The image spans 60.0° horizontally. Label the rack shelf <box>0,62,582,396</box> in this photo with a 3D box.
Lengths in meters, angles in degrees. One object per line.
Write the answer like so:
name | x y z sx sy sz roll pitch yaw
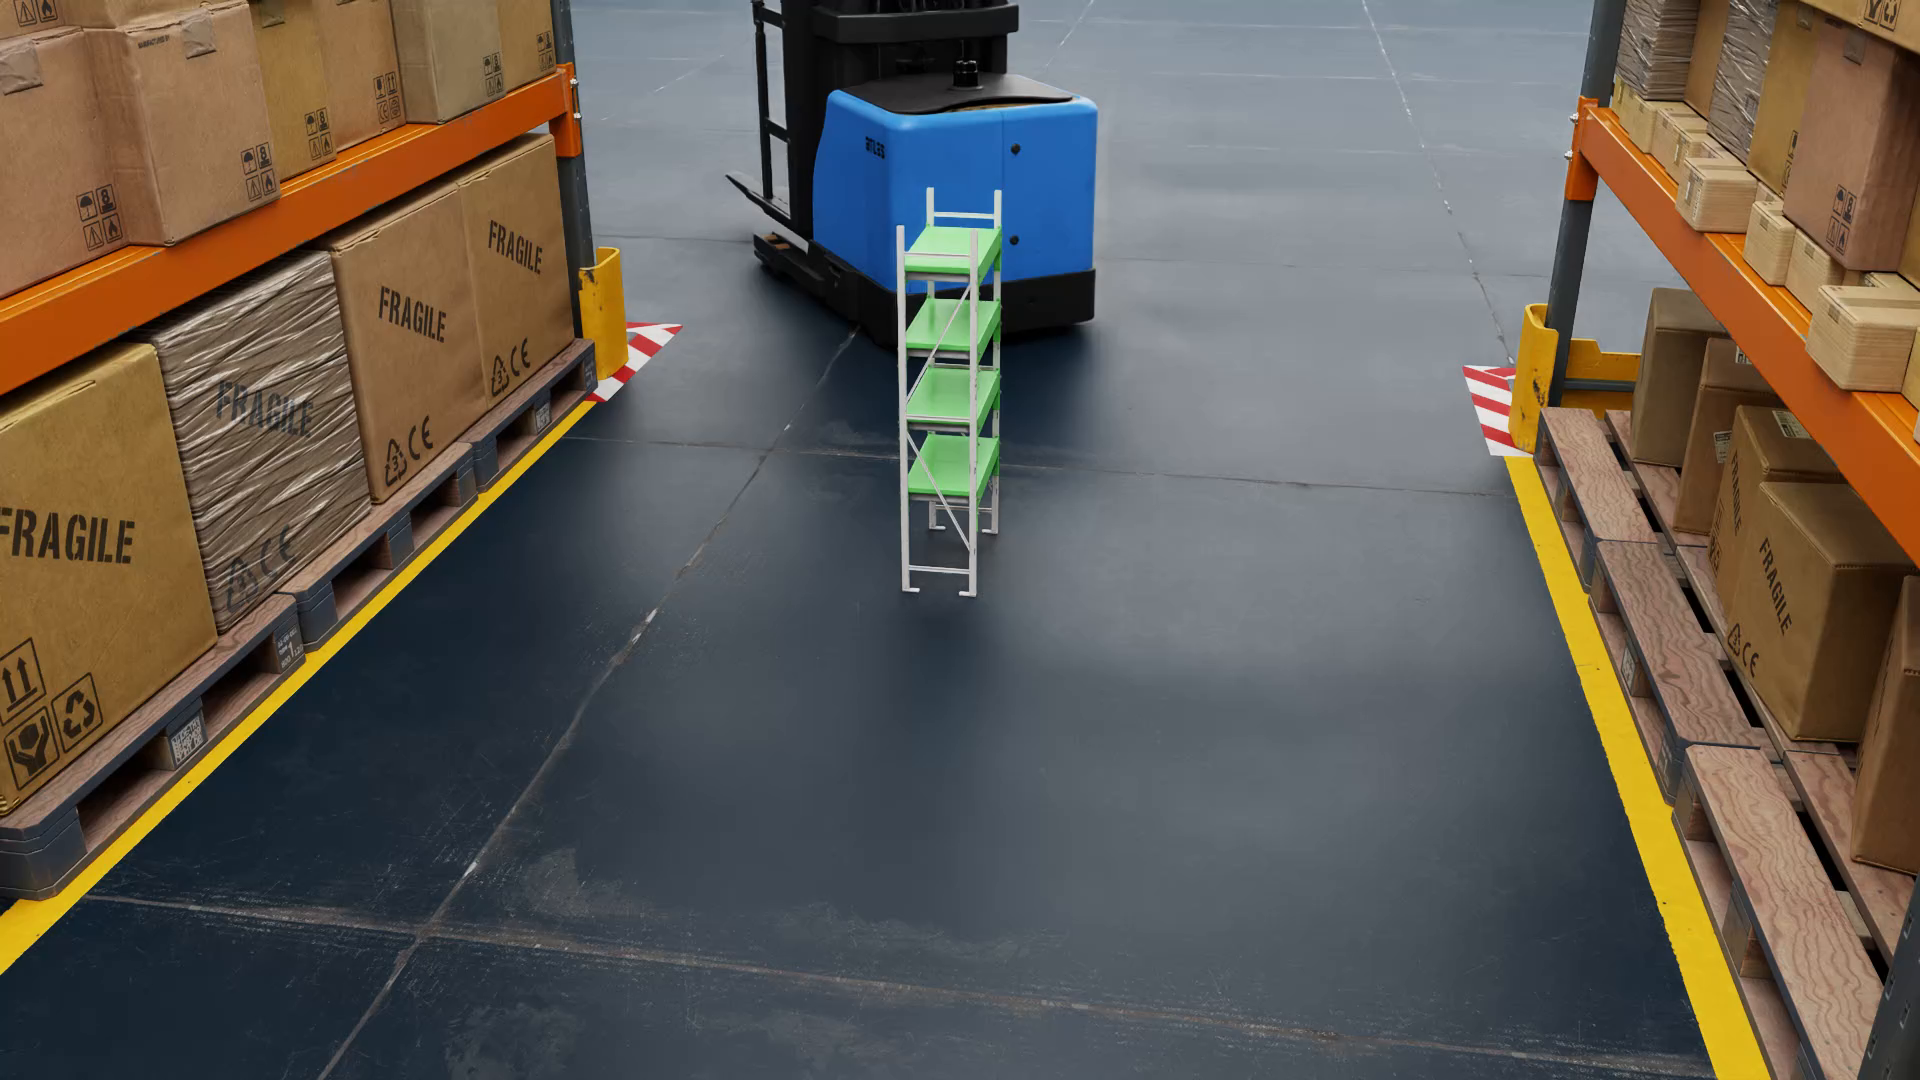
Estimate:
rack shelf | -2.415 -0.986 5.167 1.077 0.370 4.000 4 25 9

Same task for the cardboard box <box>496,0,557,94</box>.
cardboard box | -2.104 -2.058 6.431 0.875 0.550 0.550 4 25 9

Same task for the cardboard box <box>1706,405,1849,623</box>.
cardboard box | 2.485 -0.048 4.766 0.500 0.500 0.500 6 26 13

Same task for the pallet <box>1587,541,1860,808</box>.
pallet | 2.407 0.378 4.692 1.003 0.211 1.213 4 25 9

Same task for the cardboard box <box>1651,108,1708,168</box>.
cardboard box | 2.371 -1.233 5.143 0.380 0.149 0.250 4 25 9

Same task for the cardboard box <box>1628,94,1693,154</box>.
cardboard box | 2.391 -1.339 5.369 0.380 0.149 0.250 4 25 9

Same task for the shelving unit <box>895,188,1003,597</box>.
shelving unit | -0.027 -0.474 5.348 0.258 1.200 0.503 4 25 9

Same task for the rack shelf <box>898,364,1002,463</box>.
rack shelf | -0.027 -0.416 5.375 0.258 0.148 0.480 4 25 9

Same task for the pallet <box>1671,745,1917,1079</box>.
pallet | 2.210 0.890 3.599 1.003 0.211 1.213 4 25 9

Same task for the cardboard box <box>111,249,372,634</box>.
cardboard box | -2.427 -0.339 4.946 0.875 0.875 0.875 4 25 9

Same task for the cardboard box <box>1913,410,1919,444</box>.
cardboard box | 1.930 -0.190 2.914 0.380 0.149 0.250 4 25 9

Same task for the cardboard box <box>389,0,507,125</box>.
cardboard box | -2.172 -1.826 5.937 0.875 0.550 0.550 4 25 9

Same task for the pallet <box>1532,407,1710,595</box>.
pallet | 2.609 -0.130 5.779 1.003 0.211 1.213 4 25 9

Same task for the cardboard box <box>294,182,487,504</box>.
cardboard box | -2.276 -0.720 5.760 0.875 0.875 0.875 4 25 8

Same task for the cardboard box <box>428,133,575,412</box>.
cardboard box | -2.134 -1.088 6.547 0.875 0.875 0.875 4 25 9

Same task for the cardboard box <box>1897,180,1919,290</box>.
cardboard box | 2.386 -0.660 3.153 0.875 0.500 0.500 4 25 9

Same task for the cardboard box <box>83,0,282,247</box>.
cardboard box | -2.421 -1.148 4.487 0.875 0.550 0.550 4 25 9

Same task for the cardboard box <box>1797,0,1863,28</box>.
cardboard box | 2.100 -1.348 3.443 0.500 0.500 0.500 4 25 9

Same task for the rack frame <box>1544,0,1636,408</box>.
rack frame | 2.789 -1.762 5.977 1.000 3.000 0.127 4 25 9

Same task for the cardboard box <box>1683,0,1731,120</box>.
cardboard box | 2.708 -1.497 4.941 0.875 0.500 0.500 4 25 9

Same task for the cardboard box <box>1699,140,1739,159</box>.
cardboard box | 2.309 -1.023 4.693 0.380 0.149 0.250 4 25 9

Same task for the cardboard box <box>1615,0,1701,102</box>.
cardboard box | 2.672 -1.714 5.405 0.875 0.500 0.500 4 25 9

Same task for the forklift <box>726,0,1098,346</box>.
forklift | -0.446 -2.785 8.242 1.130 2.935 3.031 -11 27 -23

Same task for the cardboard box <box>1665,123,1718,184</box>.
cardboard box | 2.323 -1.129 4.920 0.380 0.149 0.250 4 25 9

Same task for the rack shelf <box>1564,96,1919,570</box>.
rack shelf | 2.462 -0.600 4.342 1.077 0.370 4.000 4 25 9

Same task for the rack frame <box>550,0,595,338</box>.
rack frame | -2.088 -2.148 6.801 1.000 3.000 0.127 4 25 9

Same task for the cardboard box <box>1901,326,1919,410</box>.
cardboard box | 2.030 -0.290 3.128 0.380 0.149 0.250 4 25 9

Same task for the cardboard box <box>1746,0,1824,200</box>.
cardboard box | 2.491 -1.082 4.055 0.875 0.500 0.500 4 25 9

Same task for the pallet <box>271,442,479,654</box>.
pallet | -2.343 -0.037 5.580 1.003 0.211 1.213 4 25 9

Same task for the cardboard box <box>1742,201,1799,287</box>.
cardboard box | 2.140 -0.712 4.030 0.380 0.149 0.250 4 25 9

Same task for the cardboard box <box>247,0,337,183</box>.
cardboard box | -2.434 -1.376 4.975 0.875 0.550 0.500 4 25 9

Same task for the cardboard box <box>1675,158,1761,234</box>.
cardboard box | 2.166 -0.925 4.485 0.380 0.149 0.250 4 25 9

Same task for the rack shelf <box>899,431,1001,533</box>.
rack shelf | -0.027 -0.199 5.477 0.258 0.148 0.480 4 25 9

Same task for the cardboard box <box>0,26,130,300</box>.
cardboard box | -2.626 -0.930 4.022 0.875 0.550 0.550 4 25 9

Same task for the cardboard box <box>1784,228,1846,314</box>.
cardboard box | 2.133 -0.605 3.801 0.380 0.149 0.250 4 25 9

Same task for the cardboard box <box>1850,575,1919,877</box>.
cardboard box | 2.326 0.448 3.708 0.500 0.500 0.500 13 28 25

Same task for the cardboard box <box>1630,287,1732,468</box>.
cardboard box | 2.670 -0.560 5.862 0.500 0.500 0.500 9 27 18

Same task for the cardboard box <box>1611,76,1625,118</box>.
cardboard box | 2.507 -1.546 5.811 0.380 0.149 0.250 4 25 9

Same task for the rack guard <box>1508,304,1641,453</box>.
rack guard | 2.776 -0.598 6.439 1.175 0.500 0.348 4 25 9

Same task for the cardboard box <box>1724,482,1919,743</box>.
cardboard box | 2.350 0.183 4.274 0.500 0.500 0.500 2 25 4

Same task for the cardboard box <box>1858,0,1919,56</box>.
cardboard box | 2.017 -1.139 2.996 0.500 0.500 0.500 4 25 9

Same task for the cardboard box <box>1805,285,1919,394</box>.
cardboard box | 1.961 -0.403 3.368 0.380 0.149 0.250 4 25 9

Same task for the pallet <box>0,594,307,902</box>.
pallet | -2.540 0.475 4.486 1.003 0.211 1.213 4 25 9

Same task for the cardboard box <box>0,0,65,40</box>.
cardboard box | -2.673 -1.422 3.800 0.875 0.550 0.550 4 25 9

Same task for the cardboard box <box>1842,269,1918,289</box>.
cardboard box | 2.132 -0.498 3.572 0.380 0.149 0.250 4 25 9

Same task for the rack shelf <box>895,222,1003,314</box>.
rack shelf | -0.027 -0.851 5.171 0.258 0.148 0.480 4 25 9

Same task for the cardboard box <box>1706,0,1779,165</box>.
cardboard box | 2.584 -1.291 4.500 0.875 0.500 0.500 4 25 9

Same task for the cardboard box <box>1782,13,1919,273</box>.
cardboard box | 2.368 -0.876 3.615 0.875 0.500 0.500 4 25 9

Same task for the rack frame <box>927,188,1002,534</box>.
rack frame | 0.013 -0.576 5.566 0.240 1.200 0.015 4 25 9

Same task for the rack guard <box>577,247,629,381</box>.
rack guard | -2.084 -1.026 7.353 1.175 0.500 0.348 4 25 9

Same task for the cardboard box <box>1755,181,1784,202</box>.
cardboard box | 2.256 -0.812 4.242 0.380 0.149 0.250 4 25 9

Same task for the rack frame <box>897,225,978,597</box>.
rack frame | -0.067 -0.372 5.130 0.240 1.200 0.015 4 25 9

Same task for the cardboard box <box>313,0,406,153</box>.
cardboard box | -2.388 -1.601 5.455 0.875 0.550 0.550 4 25 9

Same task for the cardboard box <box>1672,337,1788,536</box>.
cardboard box | 2.606 -0.308 5.323 0.500 0.500 0.500 11 27 22

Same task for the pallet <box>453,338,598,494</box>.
pallet | -2.142 -0.545 6.666 1.003 0.211 1.213 4 25 9

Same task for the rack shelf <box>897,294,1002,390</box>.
rack shelf | -0.027 -0.634 5.273 0.258 0.148 0.480 4 25 9

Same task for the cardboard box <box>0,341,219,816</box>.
cardboard box | -2.570 0.039 4.140 0.875 0.875 0.875 4 25 9

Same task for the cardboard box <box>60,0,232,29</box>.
cardboard box | -2.449 -1.639 4.262 0.875 0.550 0.550 4 25 9

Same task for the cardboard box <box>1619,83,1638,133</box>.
cardboard box | 2.447 -1.443 5.590 0.380 0.149 0.250 4 25 9
